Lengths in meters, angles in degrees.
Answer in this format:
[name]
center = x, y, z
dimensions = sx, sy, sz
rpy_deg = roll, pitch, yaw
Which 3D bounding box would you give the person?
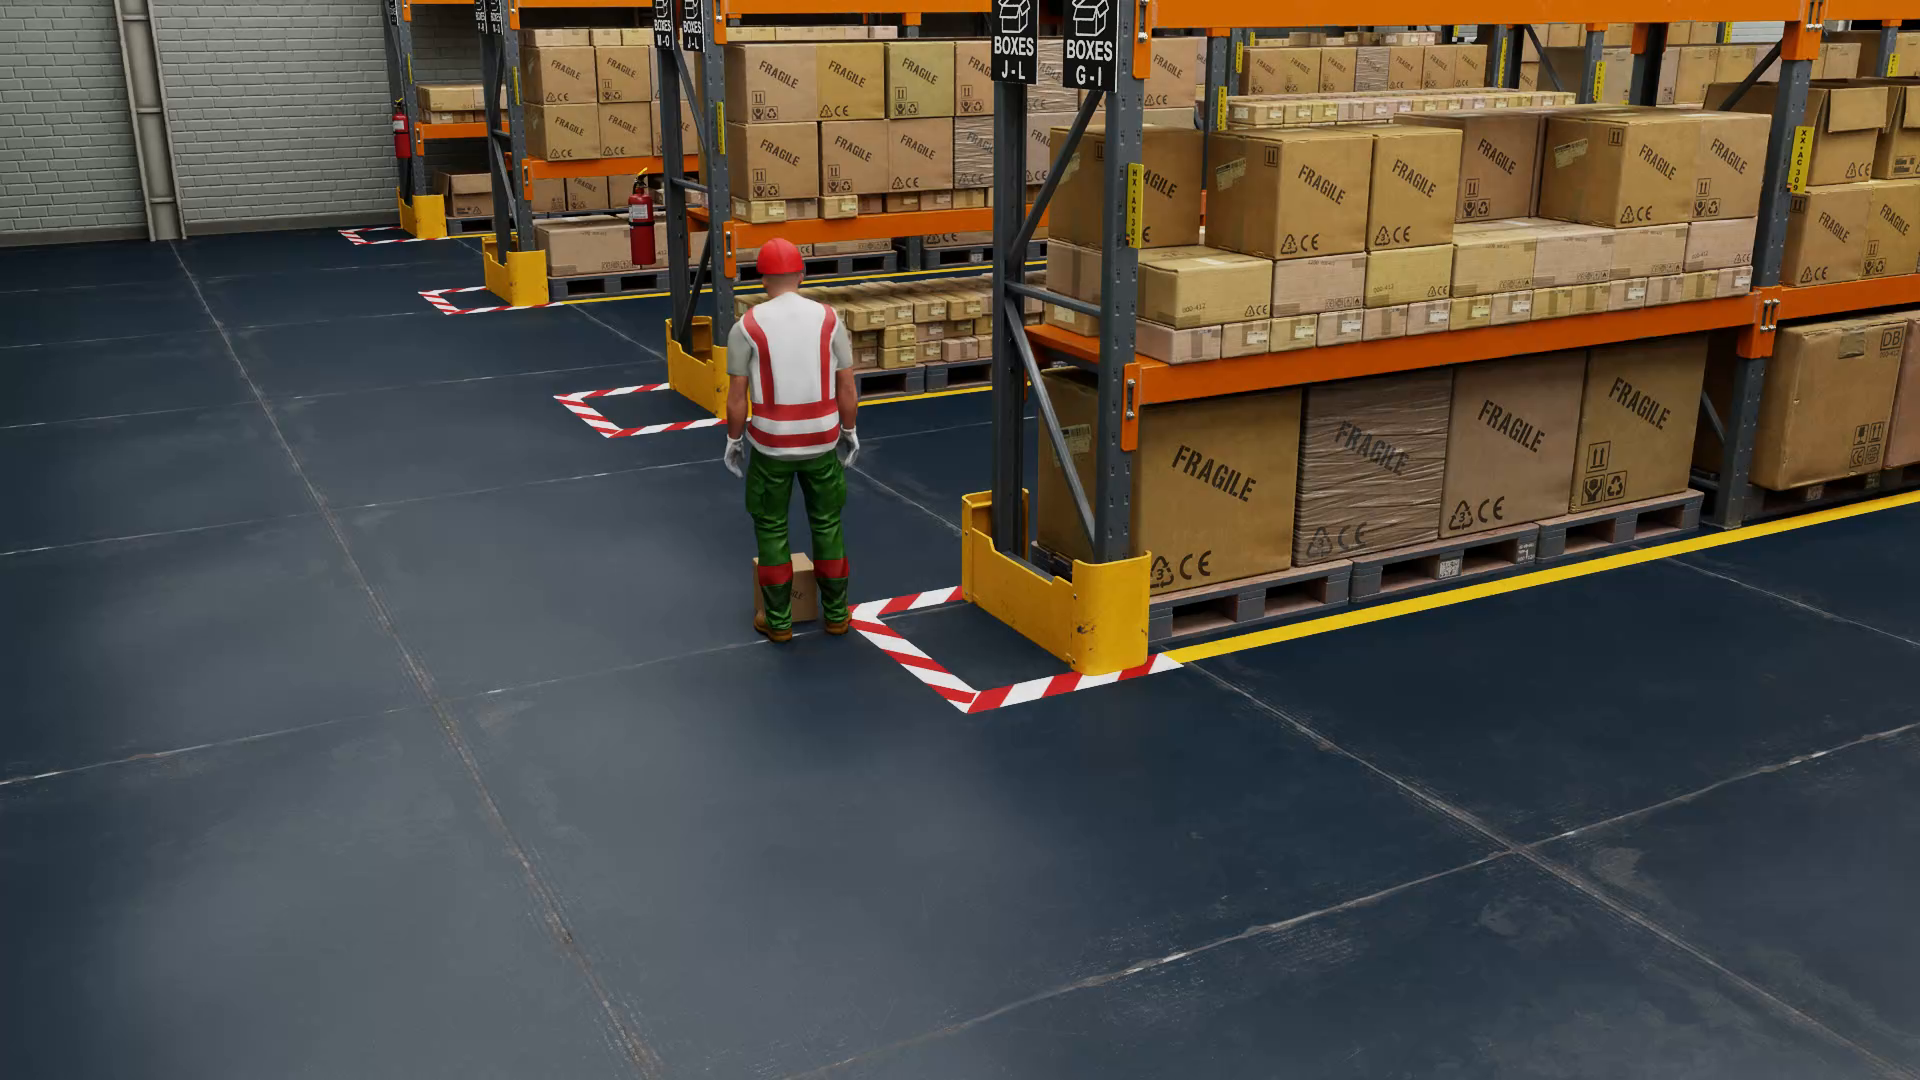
[person]
center = -0.737, -0.431, 7.338
dimensions = 0.609, 1.780, 0.448
rpy_deg = -5, 19, -15
